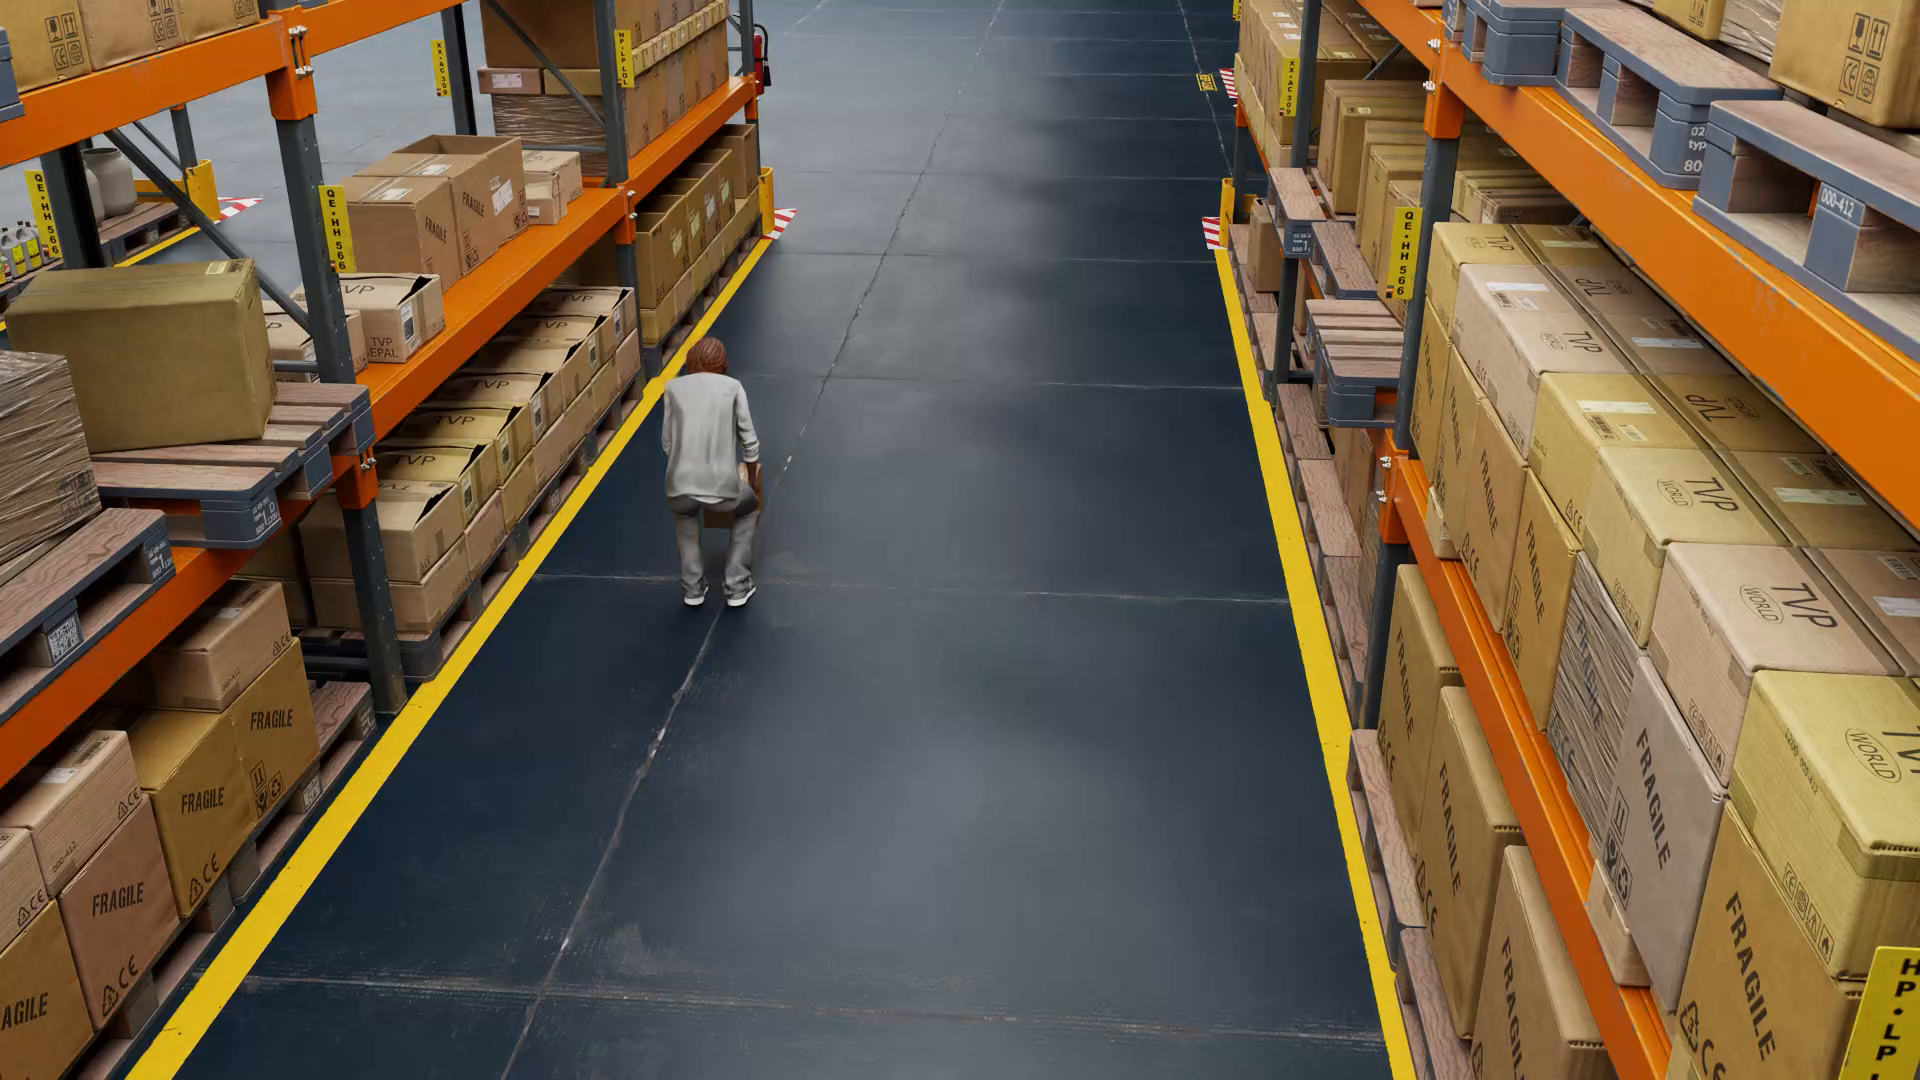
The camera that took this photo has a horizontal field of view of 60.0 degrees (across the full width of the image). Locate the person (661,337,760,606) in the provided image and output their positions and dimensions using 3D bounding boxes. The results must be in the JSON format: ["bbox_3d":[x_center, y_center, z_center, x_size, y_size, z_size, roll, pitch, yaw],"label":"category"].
[{"bbox_3d":[-1.183,-0.284,7.739,0.464,1.175,0.710,2,25,4],"label":"person"}]
